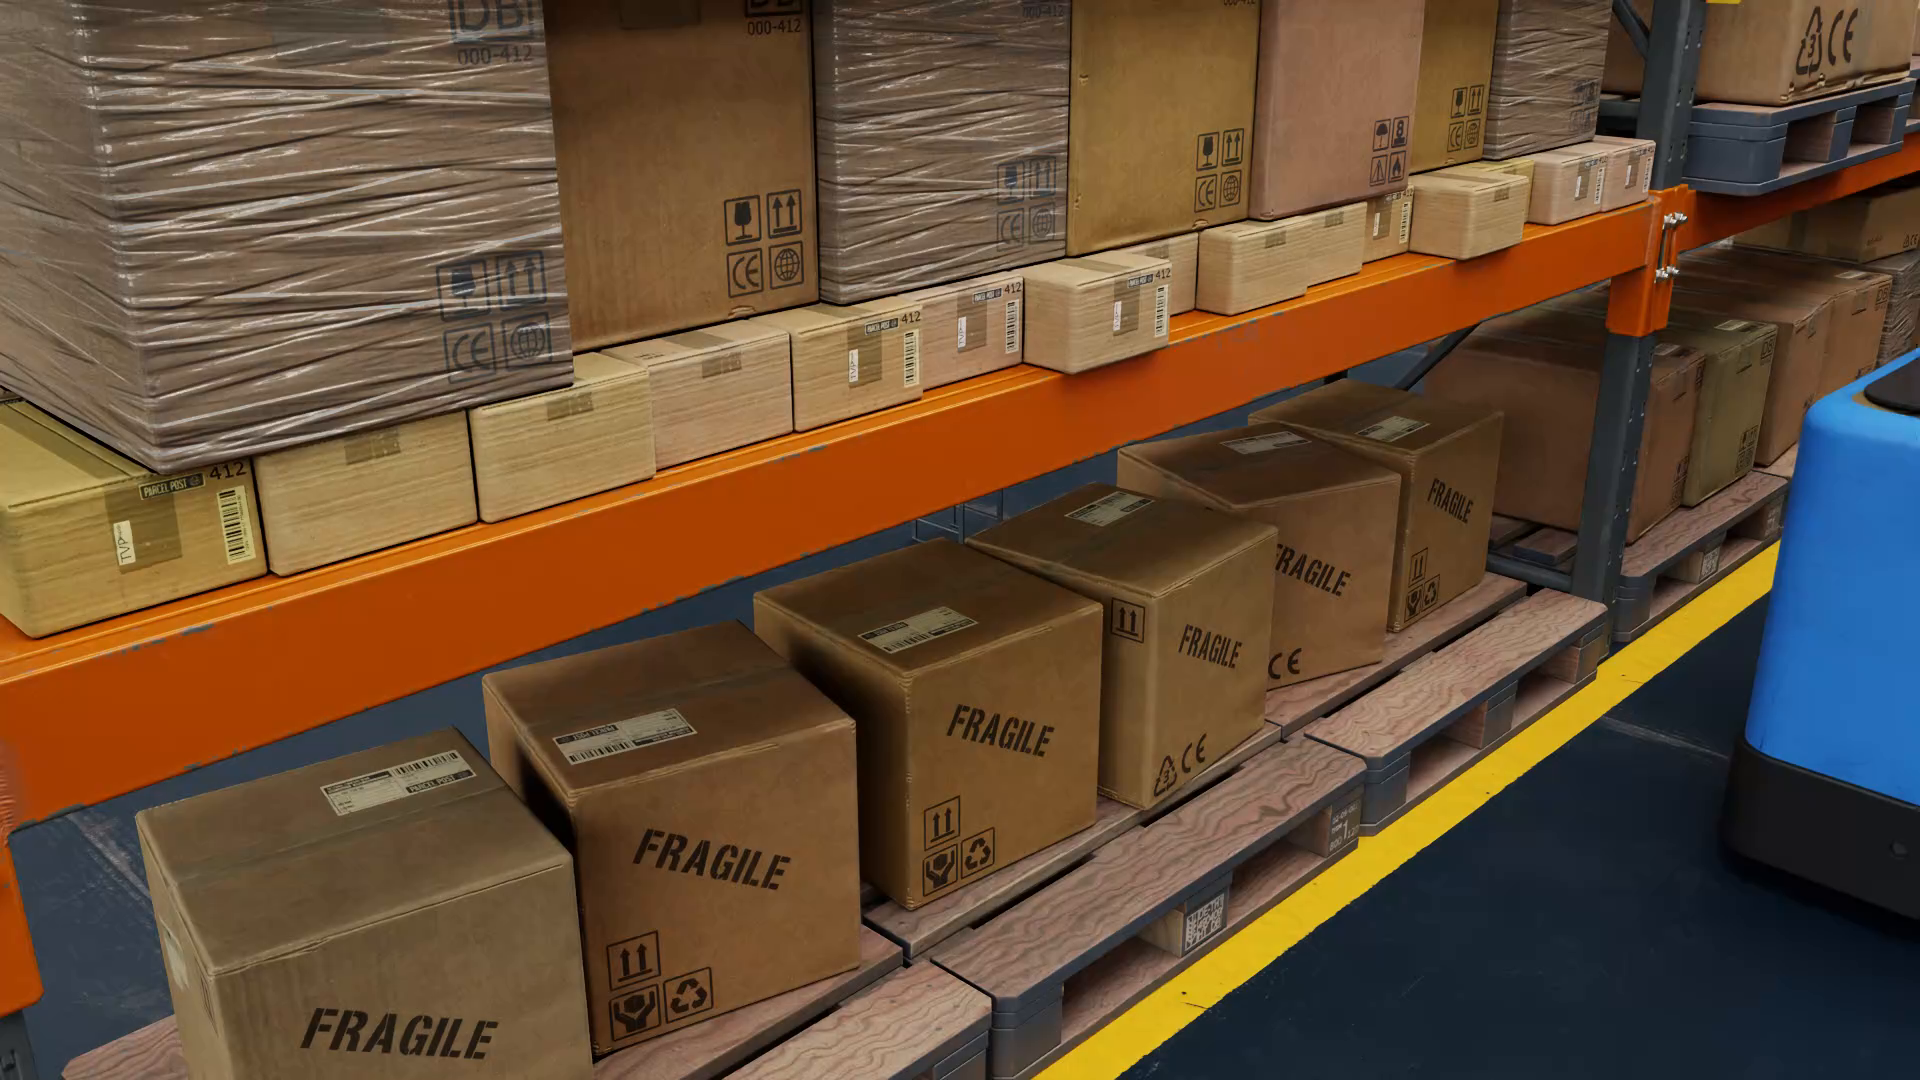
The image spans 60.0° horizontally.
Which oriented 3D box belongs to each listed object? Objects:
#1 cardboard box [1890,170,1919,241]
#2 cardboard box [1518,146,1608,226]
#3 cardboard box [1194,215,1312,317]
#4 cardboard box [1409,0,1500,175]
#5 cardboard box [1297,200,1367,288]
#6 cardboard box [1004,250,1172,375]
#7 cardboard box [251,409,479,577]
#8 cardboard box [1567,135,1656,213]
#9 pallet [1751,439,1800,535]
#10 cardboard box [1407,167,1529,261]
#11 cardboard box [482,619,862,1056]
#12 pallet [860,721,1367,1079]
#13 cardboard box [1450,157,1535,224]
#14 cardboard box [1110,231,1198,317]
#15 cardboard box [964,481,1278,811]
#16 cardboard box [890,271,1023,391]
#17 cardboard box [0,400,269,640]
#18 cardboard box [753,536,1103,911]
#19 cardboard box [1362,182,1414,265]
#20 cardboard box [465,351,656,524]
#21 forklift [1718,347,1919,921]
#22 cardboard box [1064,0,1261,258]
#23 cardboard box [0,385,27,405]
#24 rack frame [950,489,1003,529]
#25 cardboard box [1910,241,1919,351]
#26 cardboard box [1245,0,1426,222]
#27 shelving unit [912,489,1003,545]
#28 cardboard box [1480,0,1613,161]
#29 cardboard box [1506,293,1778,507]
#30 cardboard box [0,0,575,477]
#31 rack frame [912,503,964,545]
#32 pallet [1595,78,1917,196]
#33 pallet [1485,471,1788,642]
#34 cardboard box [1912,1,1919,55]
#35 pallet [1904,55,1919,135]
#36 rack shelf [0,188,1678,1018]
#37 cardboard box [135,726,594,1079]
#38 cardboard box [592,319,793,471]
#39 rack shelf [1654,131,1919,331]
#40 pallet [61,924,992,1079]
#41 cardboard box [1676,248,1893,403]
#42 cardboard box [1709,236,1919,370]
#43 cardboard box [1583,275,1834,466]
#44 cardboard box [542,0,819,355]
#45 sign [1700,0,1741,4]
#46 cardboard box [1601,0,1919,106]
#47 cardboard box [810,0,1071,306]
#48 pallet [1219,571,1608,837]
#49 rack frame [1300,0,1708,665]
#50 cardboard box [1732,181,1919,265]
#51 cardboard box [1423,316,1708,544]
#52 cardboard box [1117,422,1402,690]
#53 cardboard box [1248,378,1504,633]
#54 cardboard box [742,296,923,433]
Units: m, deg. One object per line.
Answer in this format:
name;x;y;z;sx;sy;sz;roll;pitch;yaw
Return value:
cardboard box;3.779;-1.413;6.896;0.500;0.250;0.500;-19;28;-40
cardboard box;1.314;-0.868;4.003;0.380;0.149;0.250;19;28;41
cardboard box;0.438;-0.548;3.170;0.380;0.149;0.250;19;28;41
cardboard box;0.702;-1.142;3.811;0.875;0.500;0.500;19;28;41
cardboard box;0.588;-0.621;3.360;0.380;0.149;0.250;19;28;41
cardboard box;0.130;-0.406;2.799;0.380;0.149;0.250;19;28;41
cardboard box;-0.798;-0.104;2.014;0.380;0.149;0.250;19;28;41
cardboard box;1.495;-0.930;4.164;0.380;0.149;0.250;19;28;41
pallet;2.828;-0.390;6.296;1.003;0.211;1.213;19;28;41
cardboard box;1.002;-0.727;3.635;0.380;0.149;0.250;19;28;41
cardboard box;-0.516;0.504;2.981;0.500;0.500;0.500;-12;24;-28
pallet;0.140;0.622;3.662;1.003;0.211;1.213;19;28;41
cardboard box;1.097;-0.819;3.875;0.380;0.149;0.250;19;28;41
cardboard box;0.209;-0.503;3.053;0.380;0.149;0.250;19;28;41
cardboard box;0.356;0.216;3.731;0.500;0.500;0.500;16;26;36
cardboard box;-0.119;-0.367;2.700;0.380;0.149;0.250;19;28;41
cardboard box;-0.986;-0.044;1.859;0.380;0.149;0.250;19;28;41
cardboard box;-0.065;0.348;3.387;0.500;0.500;0.500;-17;27;-37
cardboard box;0.733;-0.696;3.554;0.380;0.149;0.250;19;28;41
cardboard box;-0.613;-0.164;2.171;0.380;0.149;0.250;19;28;41
forklift;3.078;-0.889;3.803;3.031;2.935;1.130;-20;28;-41
cardboard box;0.047;-0.870;3.103;0.875;0.500;0.500;19;28;41
cardboard box;-1.305;-0.156;2.149;0.380;0.149;0.250;19;28;41
rack frame;0.054;-0.580;5.411;0.240;1.200;0.006;19;28;41
cardboard box;3.772;-1.066;7.038;0.700;0.500;0.500;17;27;38
cardboard box;0.426;-0.988;3.411;0.875;0.500;0.500;19;28;41
shelving unit;-0.010;-0.556;5.350;0.258;1.200;0.189;19;28;41
cardboard box;1.076;-1.262;4.122;0.875;0.500;0.500;19;28;41
cardboard box;2.225;-0.485;5.527;0.700;0.500;0.500;19;28;40
cardboard box;-0.952;-0.468;2.057;0.875;0.500;0.500;19;28;41
rack frame;-0.074;-0.533;5.288;0.240;1.200;0.006;19;28;41
pallet;2.072;-1.247;4.905;1.003;0.211;1.213;19;28;41
pallet;1.977;-0.075;5.476;1.003;0.211;1.213;19;28;41
cardboard box;3.255;-1.842;5.787;0.396;0.266;0.258;18;28;39
pallet;2.873;-1.596;5.813;1.003;0.211;1.213;19;28;41
rack shelf;0.039;-0.326;3.245;1.077;0.370;4.000;19;28;41
cardboard box;-0.908;0.666;2.559;0.500;0.500;0.500;-14;25;-32
cardboard box;-0.453;-0.234;2.352;0.380;0.149;0.250;19;28;41
rack shelf;2.830;-1.355;5.921;1.077;0.370;4.000;19;28;41
pallet;-0.711;0.934;2.850;1.003;0.211;1.213;19;28;41
cardboard box;3.004;-0.773;6.275;0.500;0.500;0.700;-17;27;-38
cardboard box;3.394;-0.920;6.658;0.700;0.500;0.500;16;26;36
cardboard box;2.615;-0.629;5.901;0.700;0.500;0.500;16;26;36
cardboard box;-0.690;-0.627;2.470;0.875;0.500;0.500;19;28;41
sign;1.829;-1.447;3.950;0.100;0.325;0.005;19;28;41
cardboard box;2.089;-1.822;4.711;1.000;1.000;1.000;19;28;41
cardboard box;-0.310;-0.744;2.776;0.875;0.500;0.500;19;28;41
pallet;0.991;0.307;4.482;1.003;0.211;1.213;19;28;41
rack frame;1.435;-1.176;4.454;1.000;3.000;0.127;19;28;41
cardboard box;3.416;-1.274;6.535;0.500;0.250;0.500;-16;26;-36
cardboard box;1.878;-0.367;5.220;0.700;0.500;0.500;17;27;37
cardboard box;0.733;0.036;4.198;0.500;0.500;0.500;-11;23;-25
cardboard box;1.127;-0.113;4.586;0.500;0.500;0.500;18;28;39
cardboard box;-0.274;-0.296;2.515;0.380;0.149;0.250;19;28;41
